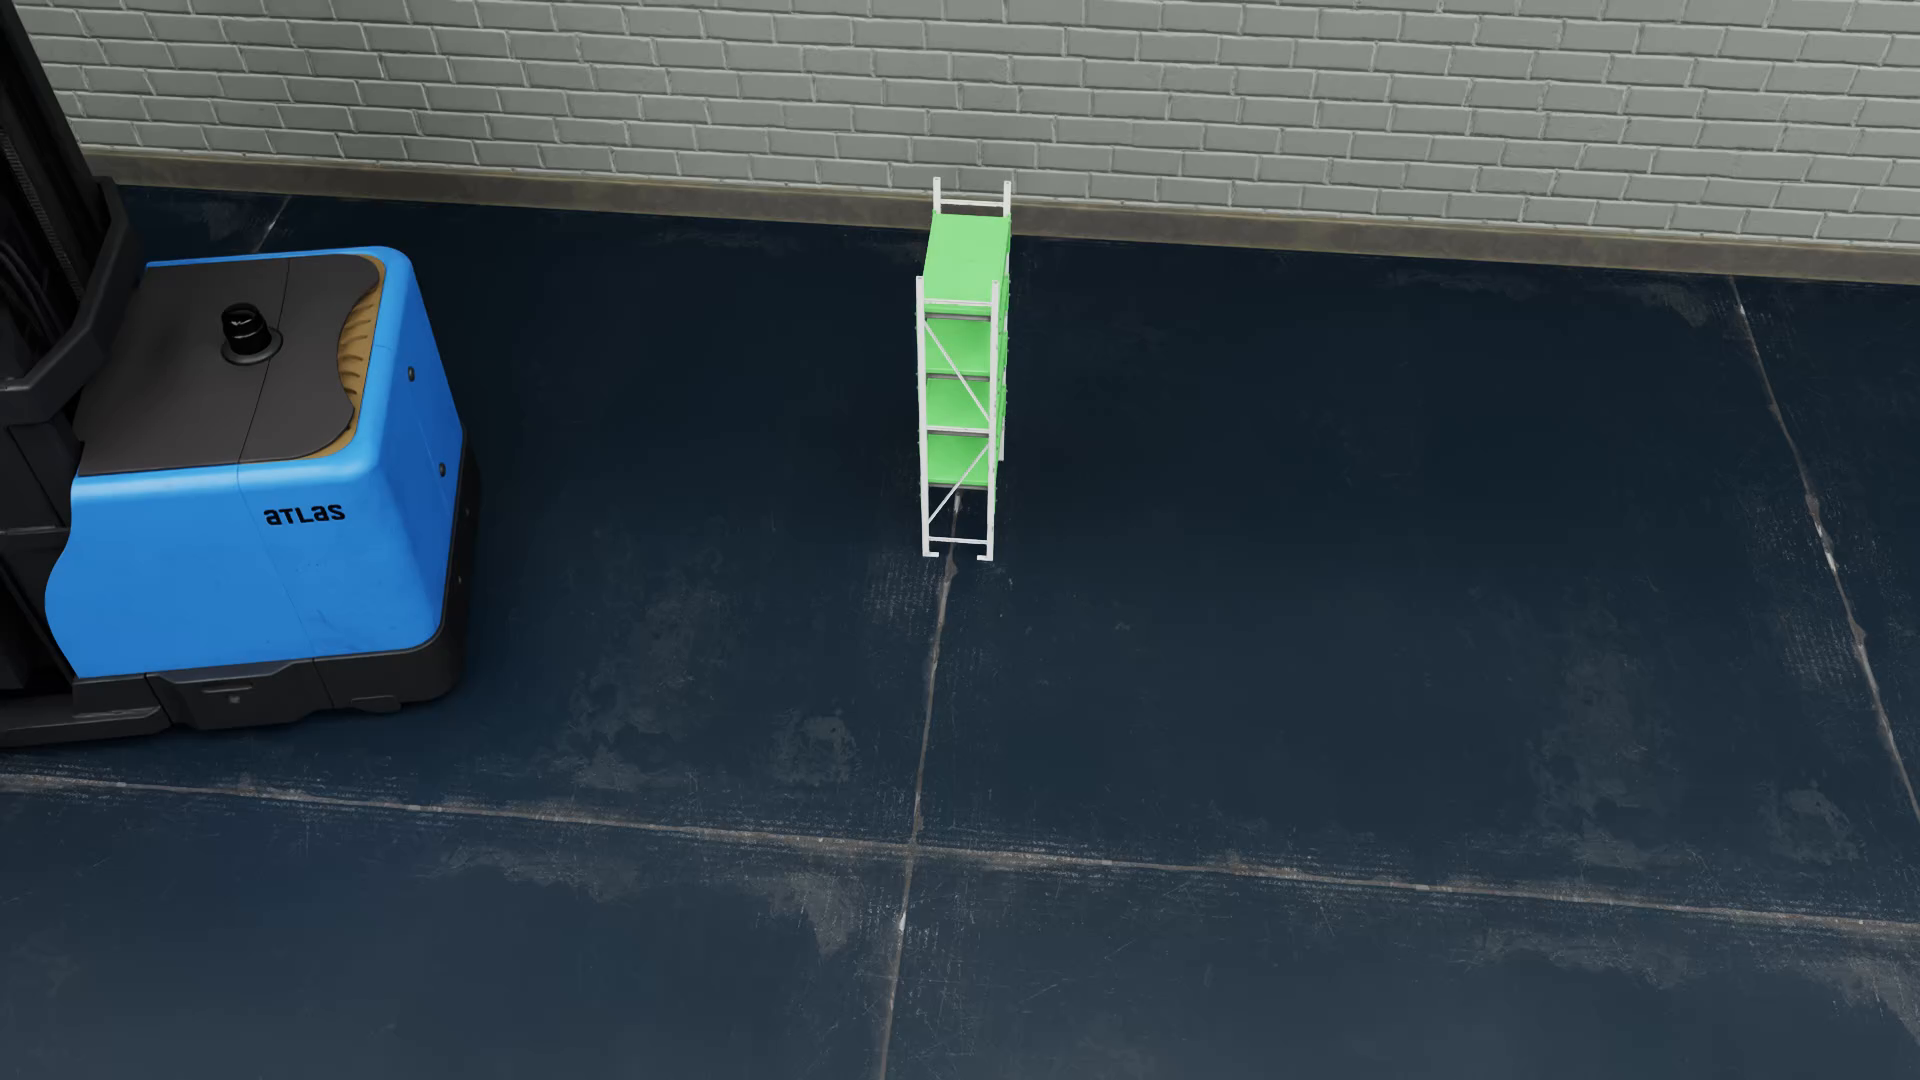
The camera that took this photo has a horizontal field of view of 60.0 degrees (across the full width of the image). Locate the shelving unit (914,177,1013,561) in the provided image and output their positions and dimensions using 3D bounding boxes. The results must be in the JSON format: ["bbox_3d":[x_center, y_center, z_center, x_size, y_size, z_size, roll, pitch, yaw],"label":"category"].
[{"bbox_3d":[0.015,-0.527,5.419,0.258,1.200,0.503,4,48,4],"label":"shelving unit"}]

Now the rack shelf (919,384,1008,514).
[{"bbox_3d":[0.015,-0.321,5.643,0.258,0.148,0.480,4,48,4],"label":"rack shelf"}]

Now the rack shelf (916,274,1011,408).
[{"bbox_3d":[0.015,-0.645,5.289,0.258,0.148,0.480,4,48,4],"label":"rack shelf"}]

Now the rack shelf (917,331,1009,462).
[{"bbox_3d":[0.015,-0.483,5.466,0.258,0.148,0.480,4,48,4],"label":"rack shelf"}]

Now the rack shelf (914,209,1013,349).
[{"bbox_3d":[0.015,-0.807,5.111,0.258,0.148,0.480,4,48,4],"label":"rack shelf"}]

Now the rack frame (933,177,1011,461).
[{"bbox_3d":[0.037,-0.706,5.583,0.240,1.200,0.015,4,48,4],"label":"rack frame"}]

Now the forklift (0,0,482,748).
[{"bbox_3d":[-3.134,-0.703,4.407,3.031,2.935,1.130,-5,48,-5],"label":"forklift"}]

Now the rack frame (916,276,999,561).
[{"bbox_3d":[-0.007,-0.347,5.255,0.240,1.200,0.015,4,48,4],"label":"rack frame"}]
